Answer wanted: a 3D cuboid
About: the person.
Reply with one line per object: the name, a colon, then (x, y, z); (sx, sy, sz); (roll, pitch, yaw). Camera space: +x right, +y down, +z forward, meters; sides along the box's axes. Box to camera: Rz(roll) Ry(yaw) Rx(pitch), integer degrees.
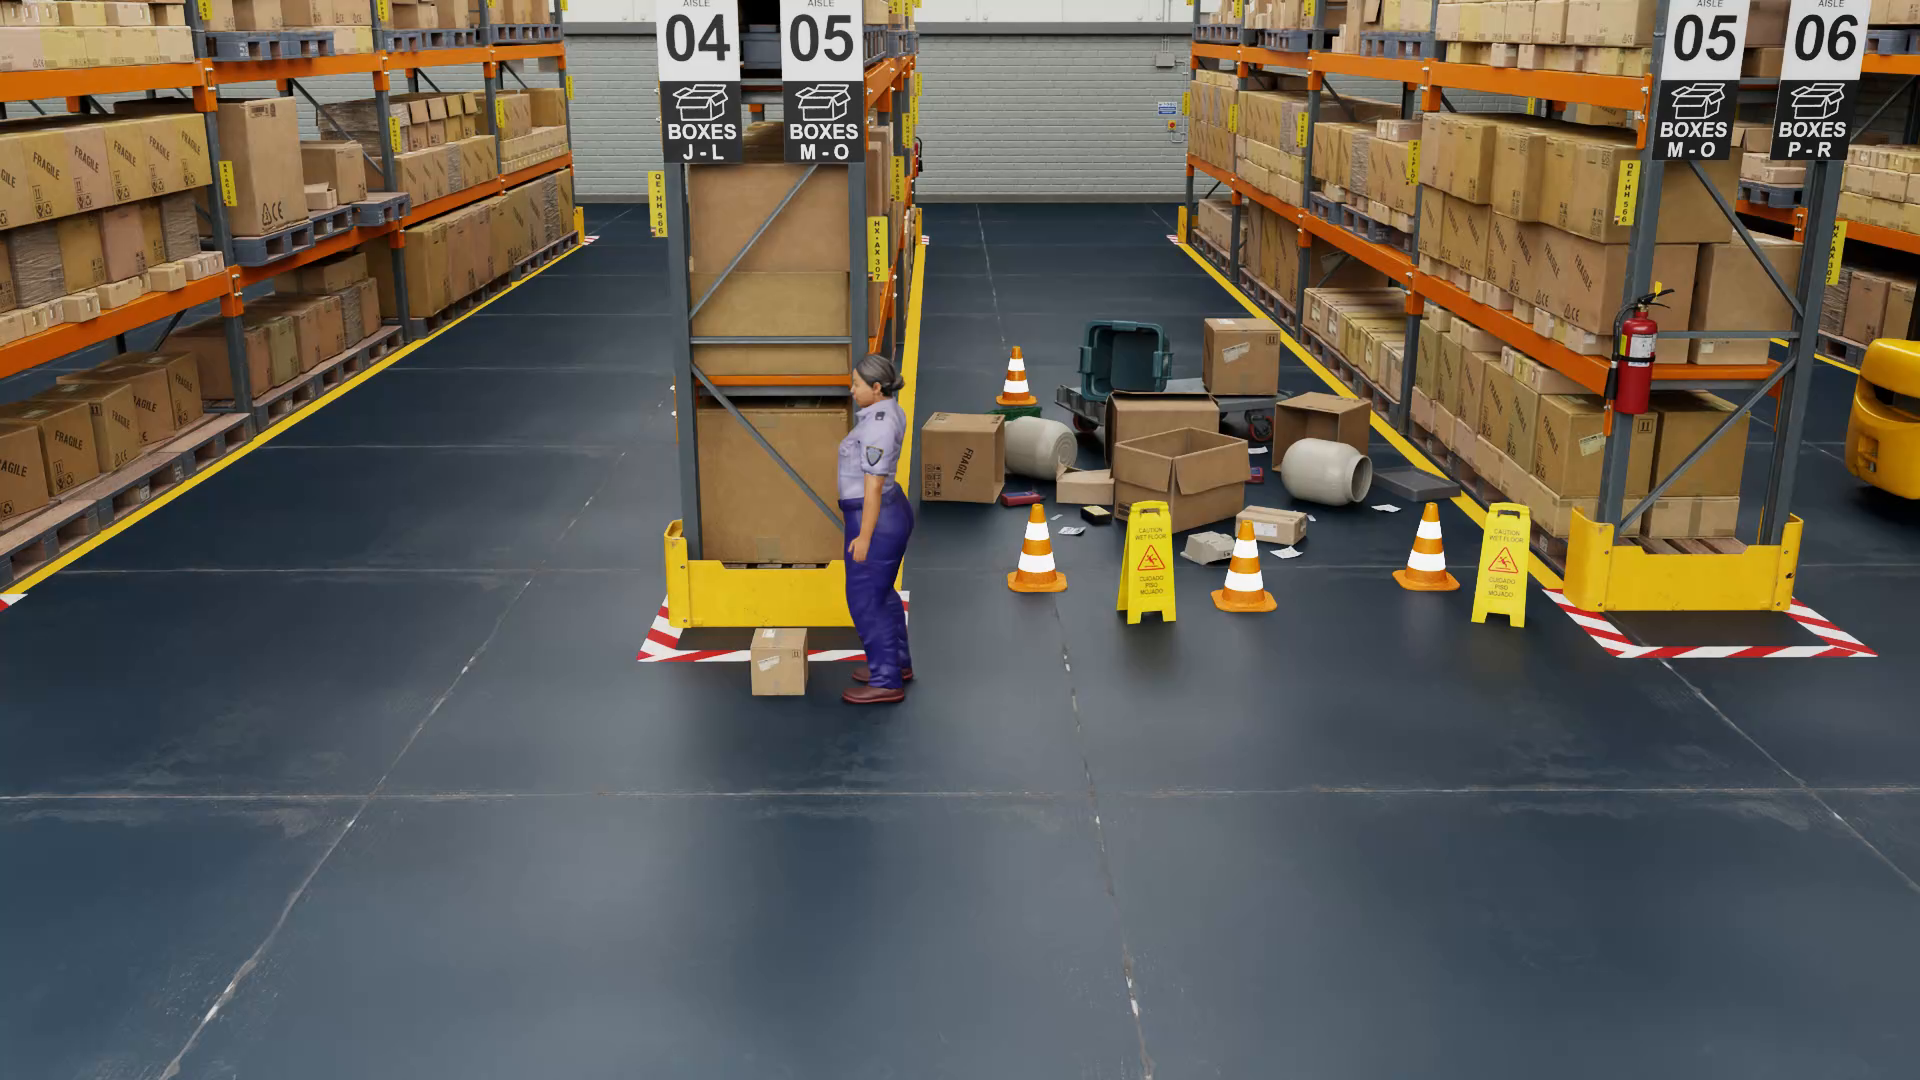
person: (-0.398, -0.056, 7.764); (0.342, 1.645, 0.469); (2, 17, 5)
